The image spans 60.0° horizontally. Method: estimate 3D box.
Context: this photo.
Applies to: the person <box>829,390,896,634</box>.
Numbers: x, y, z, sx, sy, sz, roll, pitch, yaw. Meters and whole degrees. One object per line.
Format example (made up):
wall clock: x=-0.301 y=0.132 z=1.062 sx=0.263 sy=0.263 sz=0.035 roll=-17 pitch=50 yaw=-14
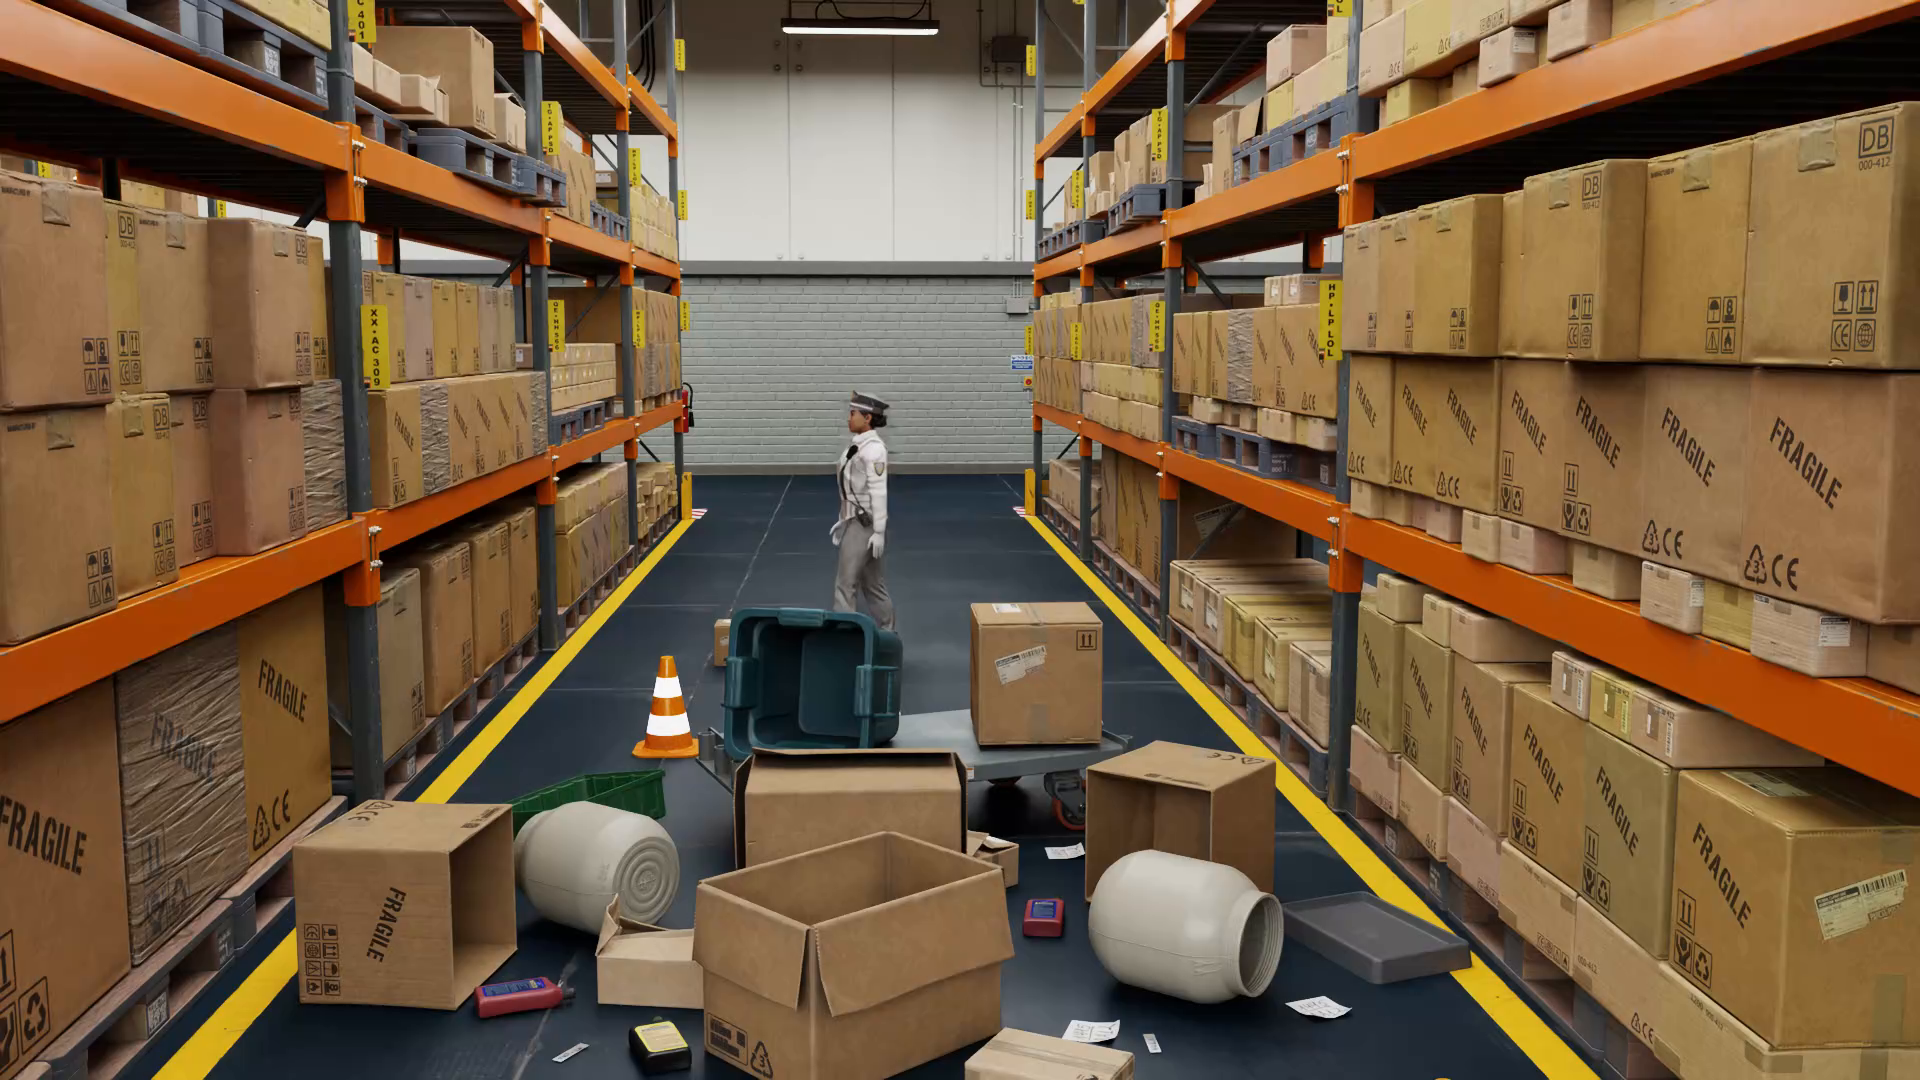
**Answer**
person: x=-0.694 y=-0.081 z=10.225 sx=0.642 sy=1.682 sz=0.503 roll=-1 pitch=7 yaw=-10
